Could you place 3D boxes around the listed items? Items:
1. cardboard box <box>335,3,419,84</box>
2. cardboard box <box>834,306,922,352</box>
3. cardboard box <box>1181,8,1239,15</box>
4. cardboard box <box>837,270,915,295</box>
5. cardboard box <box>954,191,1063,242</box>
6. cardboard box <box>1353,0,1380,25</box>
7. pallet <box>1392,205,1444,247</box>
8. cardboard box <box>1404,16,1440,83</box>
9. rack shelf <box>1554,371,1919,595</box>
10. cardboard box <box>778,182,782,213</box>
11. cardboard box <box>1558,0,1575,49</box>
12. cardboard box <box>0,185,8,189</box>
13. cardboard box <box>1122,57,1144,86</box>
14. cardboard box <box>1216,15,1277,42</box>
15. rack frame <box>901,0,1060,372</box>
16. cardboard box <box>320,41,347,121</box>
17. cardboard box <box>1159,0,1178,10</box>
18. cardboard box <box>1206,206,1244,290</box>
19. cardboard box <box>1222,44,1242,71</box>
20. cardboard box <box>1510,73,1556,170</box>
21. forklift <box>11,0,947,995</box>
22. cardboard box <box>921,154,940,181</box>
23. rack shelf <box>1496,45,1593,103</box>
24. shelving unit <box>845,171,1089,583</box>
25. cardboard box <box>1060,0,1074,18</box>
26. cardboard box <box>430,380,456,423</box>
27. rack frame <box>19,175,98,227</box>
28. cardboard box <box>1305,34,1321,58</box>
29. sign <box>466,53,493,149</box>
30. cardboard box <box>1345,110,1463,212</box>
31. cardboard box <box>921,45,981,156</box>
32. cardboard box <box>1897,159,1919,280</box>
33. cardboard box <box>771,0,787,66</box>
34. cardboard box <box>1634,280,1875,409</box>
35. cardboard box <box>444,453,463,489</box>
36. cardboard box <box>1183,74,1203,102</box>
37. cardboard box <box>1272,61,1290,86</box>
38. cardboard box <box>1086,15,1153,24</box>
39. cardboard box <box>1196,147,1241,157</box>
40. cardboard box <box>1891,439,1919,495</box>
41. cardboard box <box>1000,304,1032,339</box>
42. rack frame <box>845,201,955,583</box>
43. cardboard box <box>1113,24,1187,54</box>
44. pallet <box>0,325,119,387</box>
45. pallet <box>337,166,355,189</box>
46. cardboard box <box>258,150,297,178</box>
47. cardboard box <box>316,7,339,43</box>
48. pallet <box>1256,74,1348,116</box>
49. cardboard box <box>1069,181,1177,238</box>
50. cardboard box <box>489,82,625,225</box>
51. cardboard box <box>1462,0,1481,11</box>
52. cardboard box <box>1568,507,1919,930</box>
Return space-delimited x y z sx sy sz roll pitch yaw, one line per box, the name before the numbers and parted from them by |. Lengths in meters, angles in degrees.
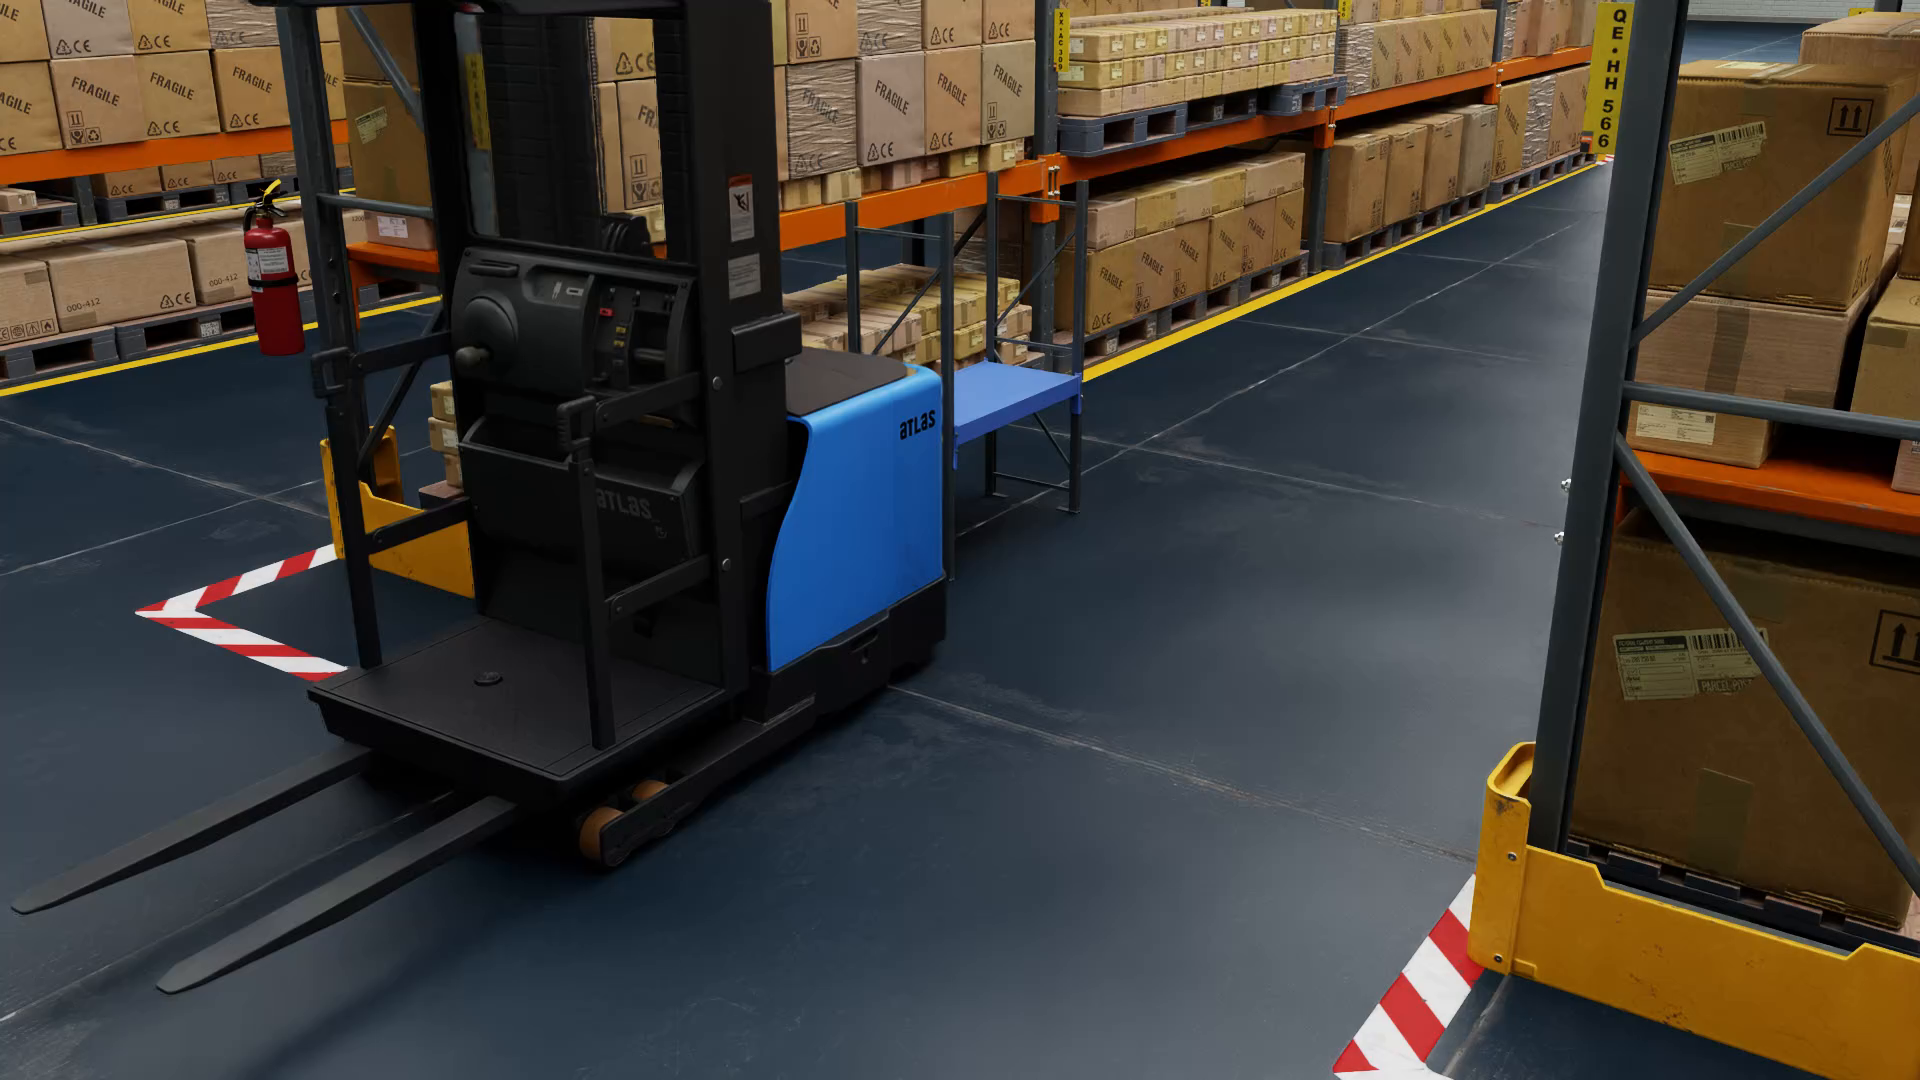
cardboard box | -2.102 -2.091 6.580 0.500 0.500 0.500 13 24 31
cardboard box | -0.421 -1.081 8.510 0.380 0.149 0.250 12 23 29
cardboard box | 1.774 -3.737 11.943 0.380 0.149 0.250 13 24 30
cardboard box | -0.474 -1.417 9.417 0.380 0.149 0.250 15 25 34
cardboard box | 0.304 -2.043 10.381 0.500 0.250 0.500 13 24 30
cardboard box | 2.887 -4.339 13.087 0.700 0.500 0.500 13 24 31
pallet | 3.535 -2.803 14.540 1.003 0.211 1.213 13 24 32
cardboard box | 3.668 -4.108 13.902 0.500 0.500 0.500 13 24 31
rack shelf | 3.016 -0.496 5.319 1.077 0.370 4.000 13 24 32
cardboard box | -1.029 -1.554 7.505 0.380 0.149 0.250 13 24 31
cardboard box | 5.959 -5.503 17.603 0.875 0.550 0.550 13 24 32
cardboard box | -8.730 -3.099 14.590 0.500 0.311 0.500 14 25 34
cardboard box | 0.840 -2.720 9.623 0.380 0.149 0.250 13 24 31
cardboard box | 1.869 -3.387 10.998 0.380 0.149 0.250 13 24 32
rack frame | 0.095 -2.404 9.439 1.000 3.000 0.127 13 24 32
cardboard box | -4.390 -3.055 11.057 0.500 0.500 0.500 13 24 31
cardboard box | 2.327 -6.617 20.257 0.500 0.500 0.500 13 24 32
cardboard box | 1.611 -2.033 11.435 0.500 0.500 0.500 12 23 29
cardboard box | 1.574 -3.095 10.636 0.380 0.149 0.250 13 24 31
cardboard box | 5.507 -4.326 17.092 0.875 0.875 0.875 13 24 32
forklift | -1.270 -0.629 4.741 1.130 2.935 3.031 13 24 31
cardboard box | -0.328 -1.937 8.541 0.380 0.149 0.250 13 24 30
rack shelf | 5.716 -4.935 17.321 1.077 0.370 4.000 13 24 32
shelving unit | 0.048 -0.728 7.071 0.538 1.500 1.048 13 24 32
cardboard box | 0.919 -5.894 18.301 0.500 0.500 0.500 13 24 32
cardboard box | -2.066 -0.596 7.199 0.380 0.149 0.250 14 24 32
rack frame | -8.163 -4.307 14.585 1.000 3.000 0.127 13 24 32
cardboard box | 2.293 -3.462 11.630 0.380 0.149 0.250 14 25 34
sign | -1.705 -1.556 5.900 0.100 0.325 0.005 13 24 32
cardboard box | 3.772 -3.369 14.687 1.050 0.750 0.750 13 24 32
cardboard box | -0.237 -2.247 8.444 0.500 0.500 0.500 13 24 30
cardboard box | 2.665 -0.909 4.105 0.500 0.500 0.500 13 24 31
cardboard box | -1.093 -2.279 7.089 0.500 0.500 0.500 13 24 31
cardboard box | 1.944 -0.520 4.133 0.500 0.250 0.500 13 24 31
cardboard box | -2.031 -0.307 7.276 0.380 0.149 0.250 14 24 33
cardboard box | 1.276 -2.803 10.275 0.380 0.149 0.250 12 23 29
cardboard box | 2.018 -3.184 11.305 0.380 0.149 0.250 13 24 31
cardboard box | 1.042 -3.366 10.941 0.380 0.149 0.250 13 24 31
cardboard box | 1.755 -2.777 12.365 0.500 0.250 0.500 12 23 29
cardboard box | 2.364 -0.179 3.788 0.380 0.149 0.250 14 24 32
cardboard box | 0.180 -1.251 9.397 0.380 0.149 0.250 14 24 33
rack frame | -0.238 -0.582 6.677 0.500 1.500 0.032 13 24 32
cardboard box | 1.137 -3.010 9.979 0.380 0.149 0.250 13 24 31
pallet | -5.920 -1.129 10.013 1.003 0.211 1.213 13 24 32
pallet | -6.366 -3.940 17.612 1.003 0.211 1.213 13 24 32
cardboard box | -6.833 -3.871 16.404 0.500 0.500 0.500 12 24 30
cardboard box | -4.385 -3.523 10.879 0.500 0.500 0.500 13 24 31
pallet | 2.031 -3.236 11.966 1.213 0.211 1.003 13 24 32
cardboard box | 1.026 -2.094 10.518 0.500 0.250 0.500 14 25 33
cardboard box | -1.673 -1.517 6.470 0.500 0.500 0.500 15 25 34
cardboard box | 4.317 -5.071 15.065 0.700 0.500 0.500 13 24 31
cardboard box | 2.185 0.341 4.477 0.875 0.875 0.875 13 24 32
